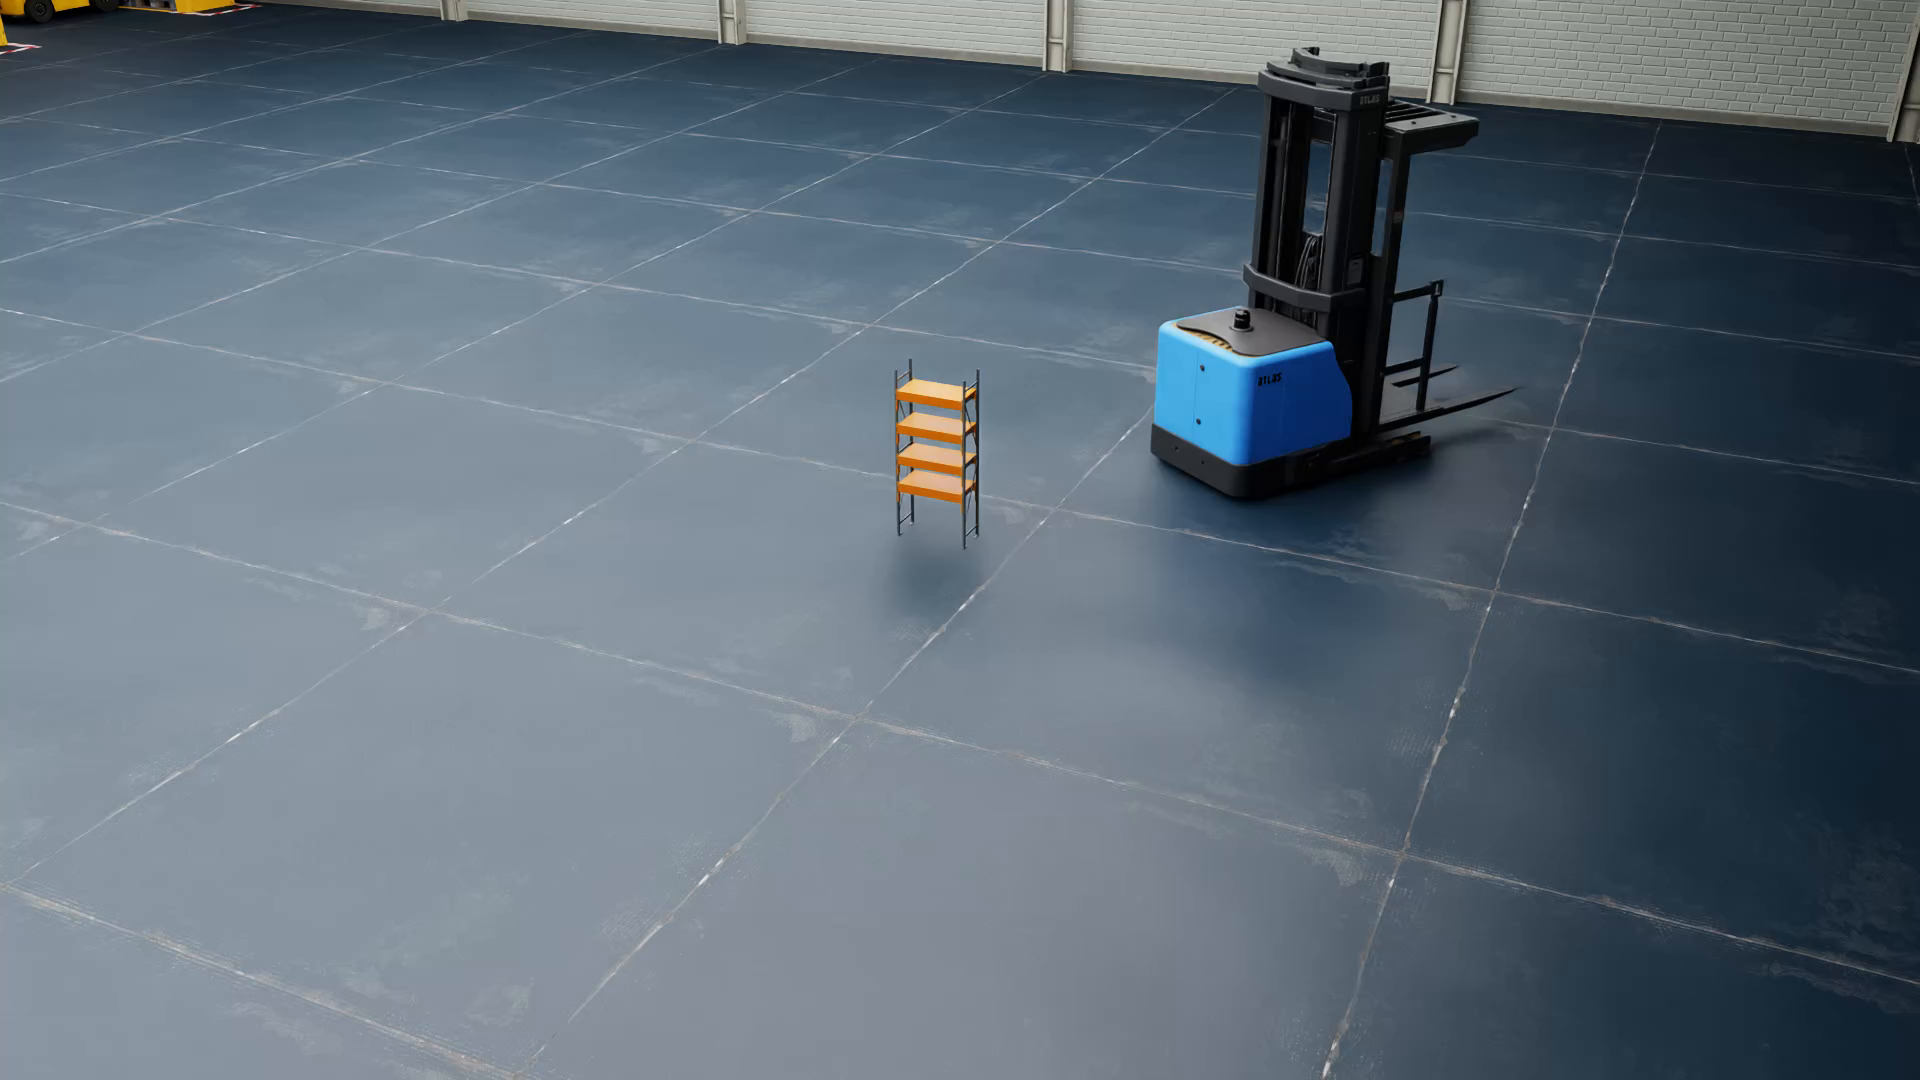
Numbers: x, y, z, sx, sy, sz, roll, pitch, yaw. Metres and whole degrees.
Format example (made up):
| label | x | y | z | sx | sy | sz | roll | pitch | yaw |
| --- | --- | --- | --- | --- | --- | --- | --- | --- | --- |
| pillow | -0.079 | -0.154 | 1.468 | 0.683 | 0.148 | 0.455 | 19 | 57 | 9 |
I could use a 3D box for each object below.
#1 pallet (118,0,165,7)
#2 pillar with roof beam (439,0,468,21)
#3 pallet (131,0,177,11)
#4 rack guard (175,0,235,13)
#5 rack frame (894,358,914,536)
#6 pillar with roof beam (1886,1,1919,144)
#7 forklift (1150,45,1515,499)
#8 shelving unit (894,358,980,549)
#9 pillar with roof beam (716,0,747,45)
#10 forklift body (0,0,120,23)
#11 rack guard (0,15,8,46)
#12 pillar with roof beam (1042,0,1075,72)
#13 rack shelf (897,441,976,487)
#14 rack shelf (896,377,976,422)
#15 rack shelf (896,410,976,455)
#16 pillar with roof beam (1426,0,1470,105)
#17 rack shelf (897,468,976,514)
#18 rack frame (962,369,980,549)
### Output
| label | x | y | z | sx | sy | sz | roll | pitch | yaw |
| --- | --- | --- | --- | --- | --- | --- | --- | --- | --- |
| pallet | -16.396 | -10.718 | 32.781 | 1.213 | 0.211 | 1.003 | 11 | 28 | 22 |
| pillar with roof beam | -11.156 | -11.976 | 25.386 | 0.400 | 9.000 | 9.100 | 11 | 28 | 22 |
| pallet | -15.289 | -10.495 | 32.327 | 1.213 | 0.211 | 1.003 | 11 | 28 | 22 |
| rack guard | -14.554 | -10.497 | 32.004 | 0.348 | 0.500 | 1.175 | 11 | 28 | 22 |
| rack frame | -0.373 | -0.613 | 11.137 | 0.015 | 1.200 | 0.240 | 11 | 28 | 22 |
| pillar with roof beam | 10.691 | -7.588 | 16.474 | 0.400 | 9.000 | 9.100 | 11 | 28 | 22 |
| forklift | 2.945 | -2.085 | 12.166 | 3.031 | 2.935 | 1.130 | -15 | 30 | -28 |
| shelving unit | -0.151 | -0.569 | 11.046 | 0.503 | 1.200 | 0.258 | 11 | 28 | 22 |
| pillar with roof beam | -5.695 | -10.879 | 23.158 | 0.400 | 9.000 | 9.100 | 11 | 28 | 22 |
| forklift body | -17.057 | -10.855 | 30.863 | 1.214 | 2.155 | 2.313 | 11 | 28 | 22 |
| rack guard | -16.696 | -8.519 | 27.986 | 0.348 | 0.500 | 1.175 | 11 | 28 | 22 |
| pillar with roof beam | -0.233 | -9.782 | 20.930 | 0.400 | 9.000 | 9.100 | 11 | 28 | 22 |
| rack shelf | -0.151 | -0.508 | 11.076 | 0.480 | 0.148 | 0.258 | 11 | 28 | 22 |
| rack shelf | -0.151 | -0.921 | 10.873 | 0.480 | 0.148 | 0.258 | 11 | 28 | 22 |
| rack shelf | -0.151 | -0.709 | 10.977 | 0.480 | 0.148 | 0.258 | 11 | 28 | 22 |
| pillar with roof beam | 5.229 | -8.685 | 18.702 | 0.400 | 9.000 | 9.100 | 11 | 28 | 22 |
| rack shelf | -0.151 | -0.330 | 11.164 | 0.480 | 0.148 | 0.258 | 11 | 28 | 22 |
| rack frame | 0.071 | -0.524 | 10.956 | 0.015 | 1.200 | 0.240 | 11 | 28 | 22 |
